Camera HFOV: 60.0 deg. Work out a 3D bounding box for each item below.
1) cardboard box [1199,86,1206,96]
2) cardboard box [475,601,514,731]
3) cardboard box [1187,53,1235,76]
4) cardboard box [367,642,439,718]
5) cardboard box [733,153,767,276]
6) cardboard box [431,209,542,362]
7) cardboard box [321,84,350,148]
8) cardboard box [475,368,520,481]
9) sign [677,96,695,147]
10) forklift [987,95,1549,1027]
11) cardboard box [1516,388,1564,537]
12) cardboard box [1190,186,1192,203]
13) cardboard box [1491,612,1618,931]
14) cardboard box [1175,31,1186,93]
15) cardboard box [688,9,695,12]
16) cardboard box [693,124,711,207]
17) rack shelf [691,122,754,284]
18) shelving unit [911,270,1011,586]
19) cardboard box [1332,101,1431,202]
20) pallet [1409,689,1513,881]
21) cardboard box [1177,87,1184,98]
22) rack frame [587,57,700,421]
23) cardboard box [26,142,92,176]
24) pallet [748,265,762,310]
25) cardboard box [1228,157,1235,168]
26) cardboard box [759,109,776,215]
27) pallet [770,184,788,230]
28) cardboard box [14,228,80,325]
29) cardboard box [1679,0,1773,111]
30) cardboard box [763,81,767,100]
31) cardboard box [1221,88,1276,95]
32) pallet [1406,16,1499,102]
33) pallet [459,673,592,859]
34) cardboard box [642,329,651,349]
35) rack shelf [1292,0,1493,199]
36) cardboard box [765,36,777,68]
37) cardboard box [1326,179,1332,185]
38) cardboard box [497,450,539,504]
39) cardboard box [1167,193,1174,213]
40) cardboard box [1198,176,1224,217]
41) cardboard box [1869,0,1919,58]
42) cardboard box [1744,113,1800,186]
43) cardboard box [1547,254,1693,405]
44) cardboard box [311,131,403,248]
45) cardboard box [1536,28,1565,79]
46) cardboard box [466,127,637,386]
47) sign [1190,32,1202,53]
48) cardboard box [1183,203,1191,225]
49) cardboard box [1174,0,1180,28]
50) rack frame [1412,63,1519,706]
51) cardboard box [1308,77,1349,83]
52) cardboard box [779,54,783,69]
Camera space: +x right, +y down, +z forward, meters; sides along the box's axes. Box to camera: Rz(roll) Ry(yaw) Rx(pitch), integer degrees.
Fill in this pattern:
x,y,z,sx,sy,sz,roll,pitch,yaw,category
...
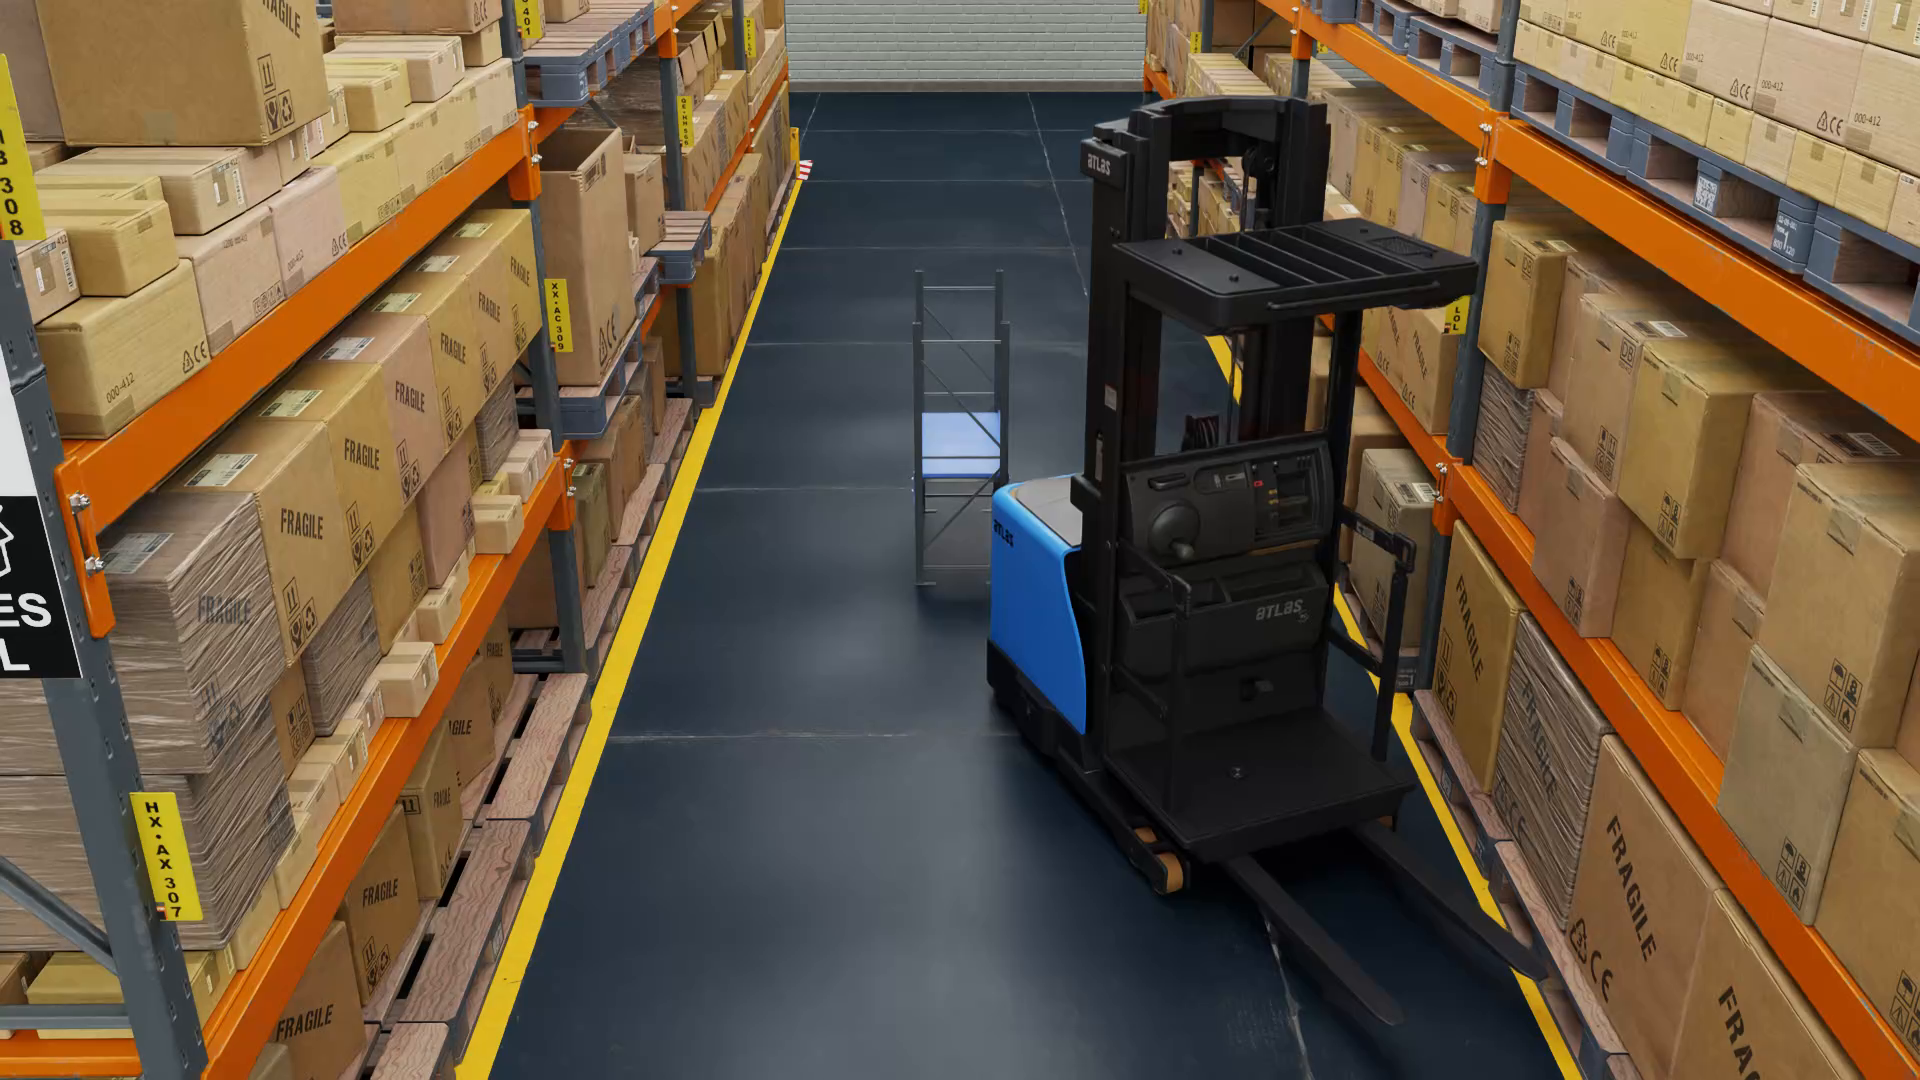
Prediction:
x,y,z,sx,sy,sz,roll,pitch,yaw,category
2.144,-3.577,13.452,0.380,0.149,0.250,-1,24,-3,cardboard box
-2.321,0.541,7.438,0.500,0.500,0.500,-1,24,-2,cardboard box
2.132,-4.032,14.099,0.380,0.149,0.250,1,24,2,cardboard box
-1.926,0.454,5.411,0.380,0.149,0.250,0,24,-1,cardboard box
-2.346,-2.828,14.431,1.225,0.875,0.875,0,24,0,cardboard box
-2.006,-1.024,6.679,0.500,0.500,0.500,0,24,-1,cardboard box
-2.059,-1.265,4.964,0.380,0.149,0.250,-1,24,-3,cardboard box
-2.343,-0.567,6.882,0.875,0.500,0.500,0,24,-1,cardboard box
-1.787,-2.718,10.810,0.100,0.325,0.005,0,24,-1,sign
1.171,-0.124,6.468,1.130,2.935,3.031,-10,26,-21,forklift
2.720,-0.242,6.464,0.875,0.550,0.550,0,24,-1,cardboard box
2.324,-3.158,15.320,0.380,0.149,0.250,0,24,1,cardboard box
2.626,0.855,6.288,0.875,0.875,0.875,0,24,0,cardboard box
2.296,-4.442,15.449,0.500,0.500,0.500,-1,24,-2,cardboard box
-2.645,-4.465,14.894,0.500,0.500,0.500,0,24,1,cardboard box
-2.070,-2.680,11.913,0.500,0.500,0.500,-1,24,-2,cardboard box
-2.351,-2.716,12.989,1.077,0.370,4.000,0,24,-1,rack shelf
0.001,-0.648,9.363,0.538,1.500,1.048,0,24,-1,shelving unit
2.633,-2.308,9.879,0.700,0.500,0.500,-1,24,-1,cardboard box
2.605,1.032,7.212,1.003,0.211,1.213,0,24,-1,pallet
2.285,-4.285,15.890,0.380,0.149,0.250,-1,24,-3,cardboard box
-2.329,-2.220,11.018,1.000,3.000,0.127,0,24,-1,rack frame
-2.460,-0.942,4.252,0.380,0.149,0.250,0,24,0,cardboard box
-2.289,-2.280,14.535,1.003,0.211,1.213,0,24,-1,pallet
2.163,-2.790,12.074,0.380,0.149,0.250,-1,24,-1,cardboard box
-2.310,-3.735,16.436,0.875,0.875,0.875,0,24,-1,cardboard box
-2.319,-3.415,17.045,1.003,0.211,1.213,0,24,-1,pallet
-2.014,-0.518,3.314,0.380,0.149,0.250,0,24,-1,cardboard box
2.420,-1.396,4.747,0.500,0.250,0.500,0,24,0,cardboard box
-2.058,-4.308,15.939,0.380,0.149,0.250,-1,24,-1,cardboard box
2.156,-3.281,12.438,0.380,0.149,0.250,1,24,2,cardboard box
2.616,-2.209,7.587,0.805,0.209,1.217,-1,24,-3,pallet
-2.243,0.975,7.337,1.003,0.211,1.213,0,24,-1,pallet
-2.292,-1.347,10.678,0.500,0.250,0.500,1,24,2,cardboard box
2.653,-2.415,8.684,1.077,0.370,4.000,0,24,-1,rack shelf
-2.135,-4.966,16.912,0.500,0.250,0.500,-1,24,-2,cardboard box
2.366,-2.060,10.543,0.500,0.500,0.500,0,24,0,cardboard box
-1.996,-0.267,7.005,0.380,0.149,0.250,0,24,-1,cardboard box
2.231,-3.328,16.418,0.380,0.149,0.250,0,24,-1,cardboard box
2.332,-2.937,14.218,0.500,0.250,0.500,-1,24,-3,cardboard box
2.367,-1.209,3.850,0.380,0.149,0.250,0,24,0,cardboard box
2.363,-1.052,4.471,0.380,0.149,0.250,0,24,0,cardboard box
2.767,-0.734,6.242,0.875,0.550,0.550,0,24,-1,cardboard box
-2.013,-1.053,4.979,0.500,0.250,0.500,0,24,1,cardboard box
2.344,-1.783,6.087,0.380,0.149,0.250,0,24,0,cardboard box
-2.154,-1.364,7.889,1.000,1.000,1.000,0,24,0,cardboard box
2.045,-4.238,14.429,0.100,0.325,0.005,0,24,-1,sign
2.267,-3.005,15.344,0.380,0.149,0.250,0,24,0,cardboard box
2.310,-5.102,15.695,0.500,0.500,0.500,0,24,1,cardboard box
2.675,-0.552,7.331,1.000,3.000,0.127,0,24,-1,rack frame
2.801,-3.495,12.911,0.380,0.149,0.250,-1,24,-3,cardboard box
-2.077,-5.046,17.571,0.380,0.149,0.250,0,24,0,cardboard box
